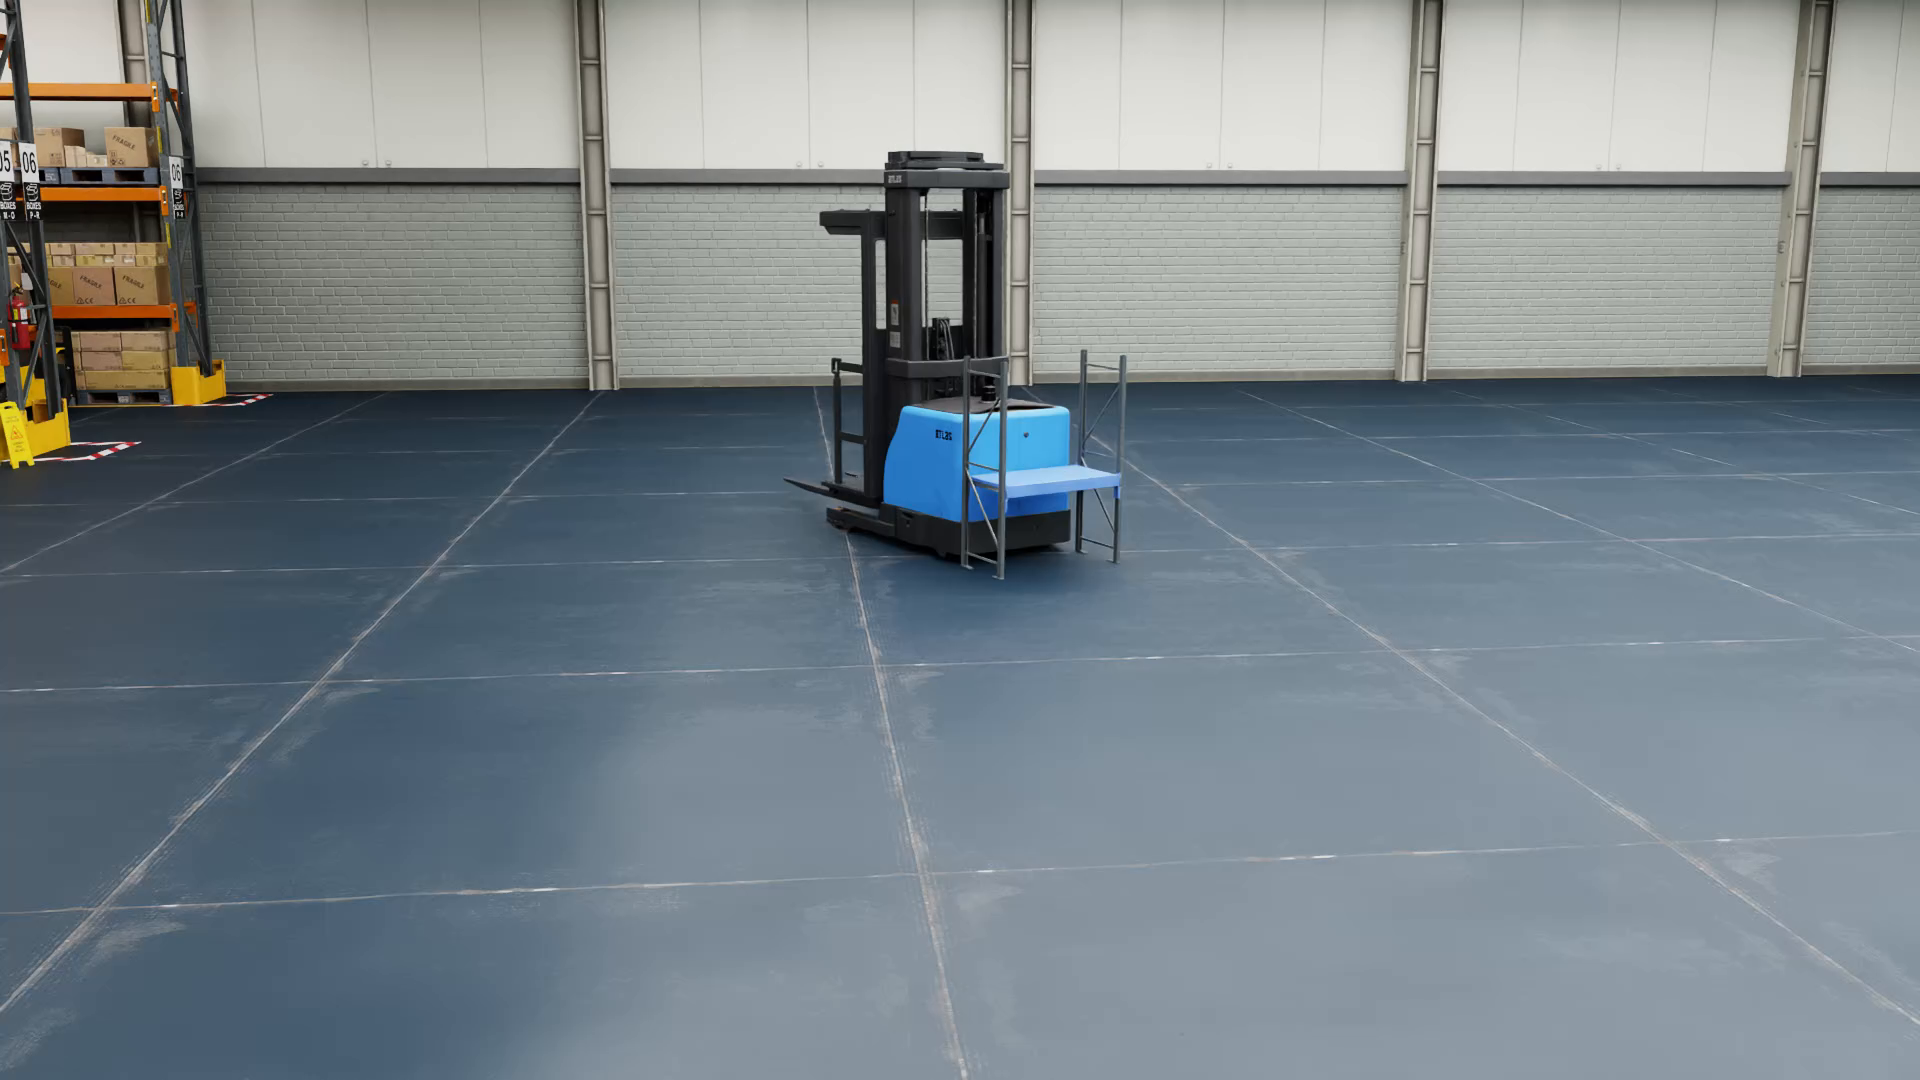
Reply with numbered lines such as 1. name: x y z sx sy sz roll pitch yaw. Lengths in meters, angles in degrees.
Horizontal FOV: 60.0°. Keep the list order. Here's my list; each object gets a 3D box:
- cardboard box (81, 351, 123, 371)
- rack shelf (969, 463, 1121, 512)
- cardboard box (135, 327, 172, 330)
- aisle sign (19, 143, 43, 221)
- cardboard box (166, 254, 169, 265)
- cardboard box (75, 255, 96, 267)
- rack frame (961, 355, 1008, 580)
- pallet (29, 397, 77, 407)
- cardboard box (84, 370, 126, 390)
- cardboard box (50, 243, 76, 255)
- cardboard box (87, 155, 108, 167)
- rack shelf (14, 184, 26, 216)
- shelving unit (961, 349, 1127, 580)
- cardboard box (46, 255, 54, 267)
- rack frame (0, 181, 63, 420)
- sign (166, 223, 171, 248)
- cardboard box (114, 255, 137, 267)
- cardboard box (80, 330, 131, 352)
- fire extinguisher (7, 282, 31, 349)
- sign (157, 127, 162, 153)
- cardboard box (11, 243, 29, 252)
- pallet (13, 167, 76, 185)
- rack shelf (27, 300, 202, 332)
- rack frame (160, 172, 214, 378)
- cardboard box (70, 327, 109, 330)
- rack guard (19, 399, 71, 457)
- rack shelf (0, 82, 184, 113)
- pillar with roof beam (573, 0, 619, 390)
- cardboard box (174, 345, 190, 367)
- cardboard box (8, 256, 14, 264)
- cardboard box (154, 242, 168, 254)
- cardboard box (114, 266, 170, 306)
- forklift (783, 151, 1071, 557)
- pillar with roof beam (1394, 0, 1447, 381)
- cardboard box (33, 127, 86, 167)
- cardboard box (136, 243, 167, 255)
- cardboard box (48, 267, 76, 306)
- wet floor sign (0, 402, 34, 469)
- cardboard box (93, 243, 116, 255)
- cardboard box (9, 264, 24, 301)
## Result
1. cardboard box: -11.237 -2.383 21.959 0.500 0.250 0.500 -1 11 -7
2. rack shelf: 0.589 -0.381 11.821 1.000 0.185 0.538 -7 15 -32
3. cardboard box: -10.785 -2.734 22.444 0.500 0.250 0.500 -1 11 -7
4. aisle sign: -9.719 -3.744 17.398 0.004 0.787 0.394 -1 11 -6
5. cardboard box: -10.652 -3.770 22.327 0.250 0.149 0.380 -1 11 -8
6. cardboard box: -11.365 -3.658 21.760 0.250 0.149 0.380 -1 11 -6
7. rack frame: 0.165 -0.503 11.511 0.032 1.500 0.500 -7 15 -32
8. pallet: -12.253 -1.943 22.203 1.213 0.211 1.003 -1 11 -6
9. cardboard box: -11.216 -2.138 22.005 0.500 0.250 0.500 -1 11 -6
10. cardboard box: -11.622 -3.786 21.637 0.250 0.149 0.380 -1 11 -5
11. cardboard box: -11.078 -4.888 21.482 0.250 0.149 0.380 -2 11 -8
12. rack shelf: -11.736 -3.485 16.908 4.000 0.370 1.077 -1 11 -6
13. shelving unit: 0.591 -0.557 11.783 1.048 1.500 0.538 -7 15 -32
14. cardboard box: -11.874 -3.635 21.640 0.250 0.149 0.380 -1 11 -6
15. rack frame: -9.747 -2.408 17.340 0.127 3.000 1.000 -1 11 -6
16. sign: -10.242 -3.940 21.516 0.005 0.325 0.100 -1 11 -6
17. cardboard box: -10.852 -3.655 21.743 0.250 0.149 0.380 -1 11 -5
18. cardboard box: -11.218 -2.626 21.897 0.500 0.250 0.500 -1 11 -5
19. fire extinguisher: -9.584 -2.284 16.910 0.183 0.674 0.296 -1 11 -6
20. sign: -10.242 -5.123 21.284 0.005 0.325 0.100 -1 11 -6
21. cardboard box: -12.145 -3.792 21.669 0.250 0.149 0.380 -1 11 -5
22. pallet: -12.208 -4.752 21.719 1.213 0.211 1.003 -1 11 -6
23. rack shelf: -12.275 -2.965 22.039 4.000 0.370 1.077 -1 11 -6
24. rack frame: -10.287 -3.360 22.182 0.127 3.000 1.000 -1 11 -6
25. cardboard box: -11.780 -2.714 22.345 0.500 0.250 0.500 -1 11 -6
26. rack guard: -9.823 -1.180 17.573 0.348 0.500 1.175 -1 11 -6
27. rack shelf: -12.275 -5.713 21.499 4.000 0.370 1.077 -1 11 -6
28. pillar with roof beam: -4.647 -5.761 18.845 0.400 9.000 9.100 -1 11 -6
29. cardboard box: -10.777 -2.492 22.511 0.500 0.250 0.500 -1 11 -5
30. cardboard box: -12.379 -3.628 21.607 0.250 0.149 0.380 -1 11 -7
31. cardboard box: -10.644 -3.907 22.254 0.250 0.149 0.380 -1 11 -7
32. cardboard box: -10.748 -3.348 21.864 0.500 0.500 0.500 -1 11 -7
33. forklift: -0.413 -1.549 13.148 1.130 2.935 3.031 -7 13 -33
34. pillar with roof beam: 7.283 -6.011 20.116 0.400 9.000 9.100 -1 11 -6
35. cardboard box: -11.730 -5.078 21.537 0.500 0.500 0.700 -1 11 -6
36. cardboard box: -10.620 -3.825 21.837 0.250 0.149 0.380 -1 11 -6
37. cardboard box: -11.774 -3.328 21.763 0.500 0.500 0.500 -1 11 -7
38. wet floor sign: -9.443 -1.051 16.544 0.232 0.644 0.267 3 11 14
39. cardboard box: -11.120 -3.803 21.727 0.250 0.149 0.380 -1 11 -5
40. cardboard box: -10.248 -2.646 17.522 0.500 0.500 0.500 -1 11 -7
